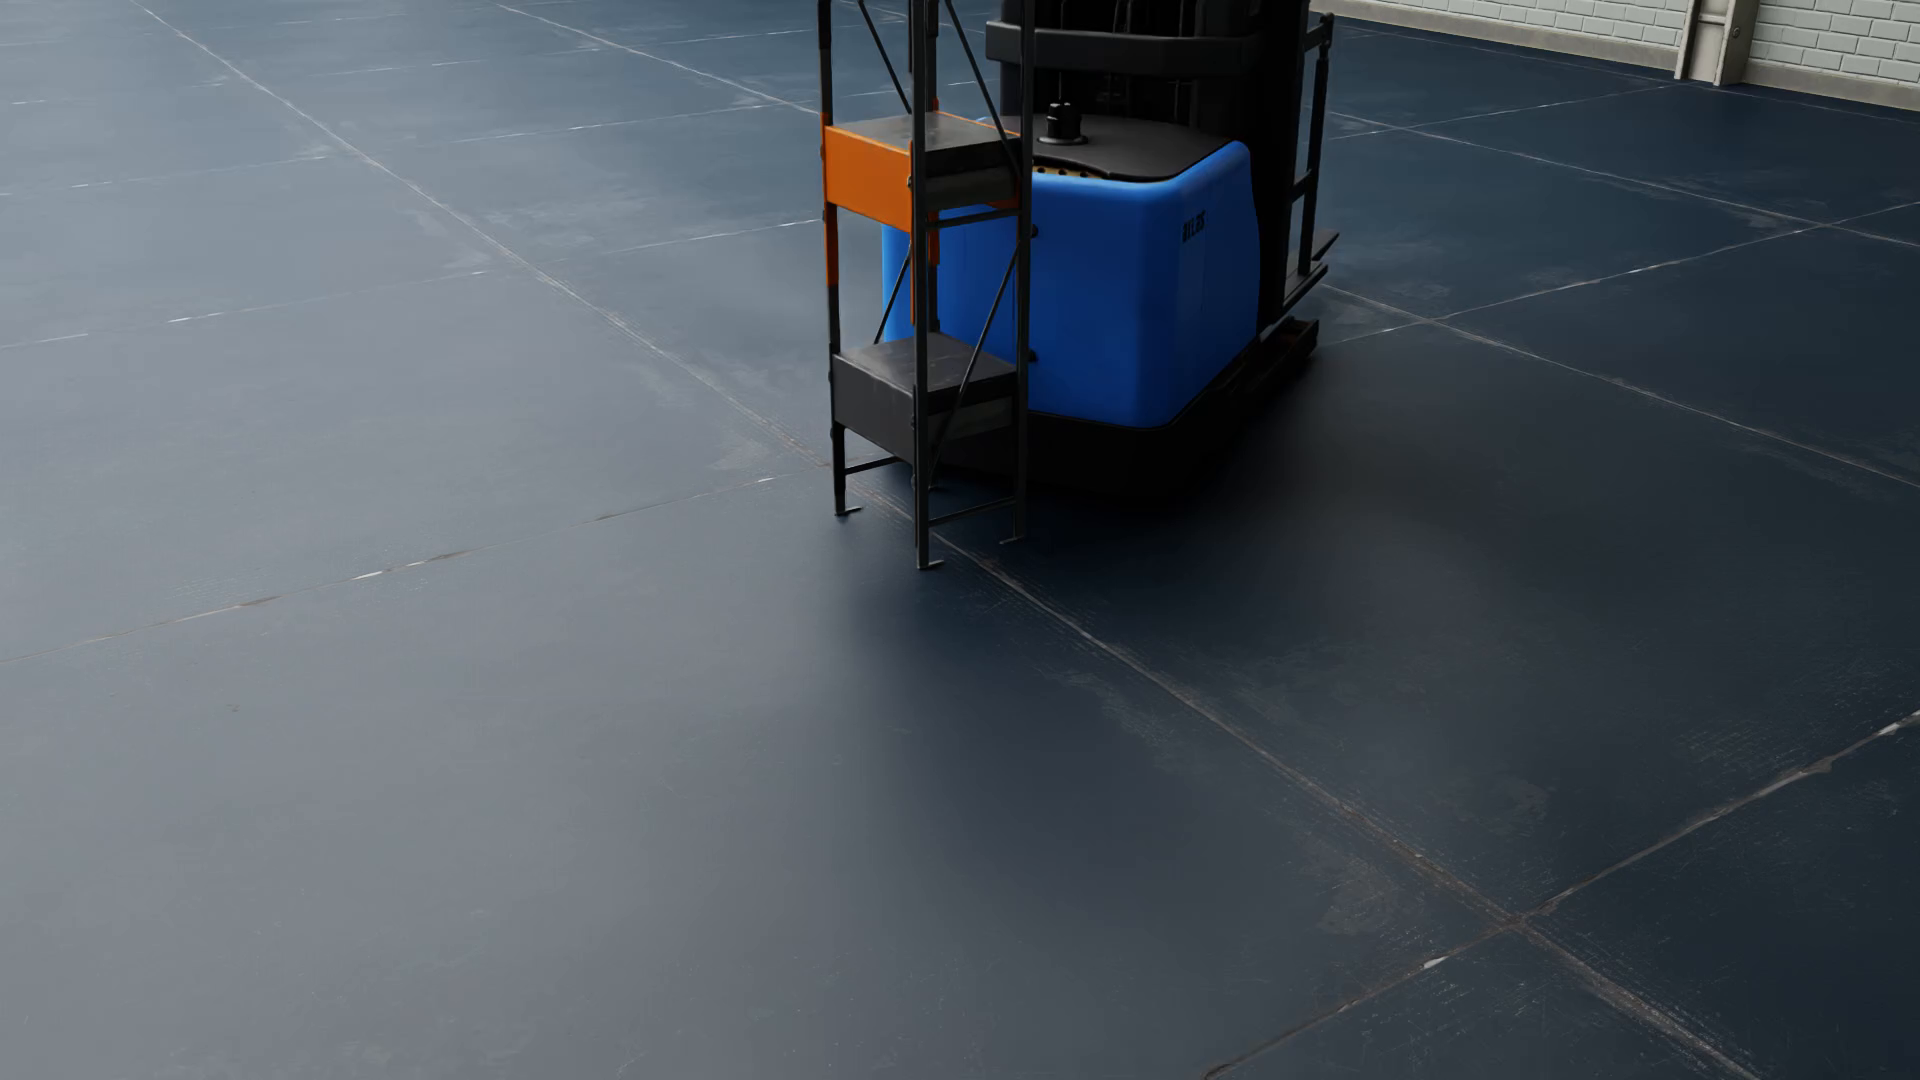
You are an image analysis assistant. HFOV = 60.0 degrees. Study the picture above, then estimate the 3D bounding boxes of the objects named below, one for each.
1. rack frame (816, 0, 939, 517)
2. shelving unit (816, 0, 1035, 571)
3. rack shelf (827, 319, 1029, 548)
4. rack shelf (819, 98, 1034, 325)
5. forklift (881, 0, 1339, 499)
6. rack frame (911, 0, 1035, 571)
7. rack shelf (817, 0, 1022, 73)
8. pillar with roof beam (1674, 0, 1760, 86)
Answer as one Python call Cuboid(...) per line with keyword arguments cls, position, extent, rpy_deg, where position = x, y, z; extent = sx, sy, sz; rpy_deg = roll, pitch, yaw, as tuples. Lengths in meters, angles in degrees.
Cuboid(cls="rack frame", position=(-0.241, -1.076, 5.068), extent=(0.400, 2.100, 0.015), rpy_deg=(-17, 30, -31))
Cuboid(cls="shelving unit", position=(-0.101, -0.990, 4.887), extent=(0.431, 2.100, 0.503), rpy_deg=(-17, 30, -31))
Cuboid(cls="rack shelf", position=(-0.102, -0.345, 5.192), extent=(0.431, 0.518, 0.480), rpy_deg=(-17, 30, -31))
Cuboid(cls="rack shelf", position=(-0.101, -0.978, 4.893), extent=(0.431, 0.518, 0.480), rpy_deg=(-17, 30, -31))
Cuboid(cls="forklift", position=(0.818, -2.056, 6.172), extent=(1.130, 2.935, 3.031), rpy_deg=(12, 28, 23))
Cuboid(cls="rack frame", position=(0.038, -0.904, 4.706), extent=(0.400, 2.100, 0.015), rpy_deg=(-17, 30, -31))
Cuboid(cls="rack shelf", position=(-0.101, -1.611, 4.593), extent=(0.431, 0.518, 0.480), rpy_deg=(-17, 30, -31))
Cuboid(cls="pillar with roof beam", position=(2.103, -6.575, 8.636), extent=(9.100, 9.000, 0.400), rpy_deg=(-16, 29, -30))
